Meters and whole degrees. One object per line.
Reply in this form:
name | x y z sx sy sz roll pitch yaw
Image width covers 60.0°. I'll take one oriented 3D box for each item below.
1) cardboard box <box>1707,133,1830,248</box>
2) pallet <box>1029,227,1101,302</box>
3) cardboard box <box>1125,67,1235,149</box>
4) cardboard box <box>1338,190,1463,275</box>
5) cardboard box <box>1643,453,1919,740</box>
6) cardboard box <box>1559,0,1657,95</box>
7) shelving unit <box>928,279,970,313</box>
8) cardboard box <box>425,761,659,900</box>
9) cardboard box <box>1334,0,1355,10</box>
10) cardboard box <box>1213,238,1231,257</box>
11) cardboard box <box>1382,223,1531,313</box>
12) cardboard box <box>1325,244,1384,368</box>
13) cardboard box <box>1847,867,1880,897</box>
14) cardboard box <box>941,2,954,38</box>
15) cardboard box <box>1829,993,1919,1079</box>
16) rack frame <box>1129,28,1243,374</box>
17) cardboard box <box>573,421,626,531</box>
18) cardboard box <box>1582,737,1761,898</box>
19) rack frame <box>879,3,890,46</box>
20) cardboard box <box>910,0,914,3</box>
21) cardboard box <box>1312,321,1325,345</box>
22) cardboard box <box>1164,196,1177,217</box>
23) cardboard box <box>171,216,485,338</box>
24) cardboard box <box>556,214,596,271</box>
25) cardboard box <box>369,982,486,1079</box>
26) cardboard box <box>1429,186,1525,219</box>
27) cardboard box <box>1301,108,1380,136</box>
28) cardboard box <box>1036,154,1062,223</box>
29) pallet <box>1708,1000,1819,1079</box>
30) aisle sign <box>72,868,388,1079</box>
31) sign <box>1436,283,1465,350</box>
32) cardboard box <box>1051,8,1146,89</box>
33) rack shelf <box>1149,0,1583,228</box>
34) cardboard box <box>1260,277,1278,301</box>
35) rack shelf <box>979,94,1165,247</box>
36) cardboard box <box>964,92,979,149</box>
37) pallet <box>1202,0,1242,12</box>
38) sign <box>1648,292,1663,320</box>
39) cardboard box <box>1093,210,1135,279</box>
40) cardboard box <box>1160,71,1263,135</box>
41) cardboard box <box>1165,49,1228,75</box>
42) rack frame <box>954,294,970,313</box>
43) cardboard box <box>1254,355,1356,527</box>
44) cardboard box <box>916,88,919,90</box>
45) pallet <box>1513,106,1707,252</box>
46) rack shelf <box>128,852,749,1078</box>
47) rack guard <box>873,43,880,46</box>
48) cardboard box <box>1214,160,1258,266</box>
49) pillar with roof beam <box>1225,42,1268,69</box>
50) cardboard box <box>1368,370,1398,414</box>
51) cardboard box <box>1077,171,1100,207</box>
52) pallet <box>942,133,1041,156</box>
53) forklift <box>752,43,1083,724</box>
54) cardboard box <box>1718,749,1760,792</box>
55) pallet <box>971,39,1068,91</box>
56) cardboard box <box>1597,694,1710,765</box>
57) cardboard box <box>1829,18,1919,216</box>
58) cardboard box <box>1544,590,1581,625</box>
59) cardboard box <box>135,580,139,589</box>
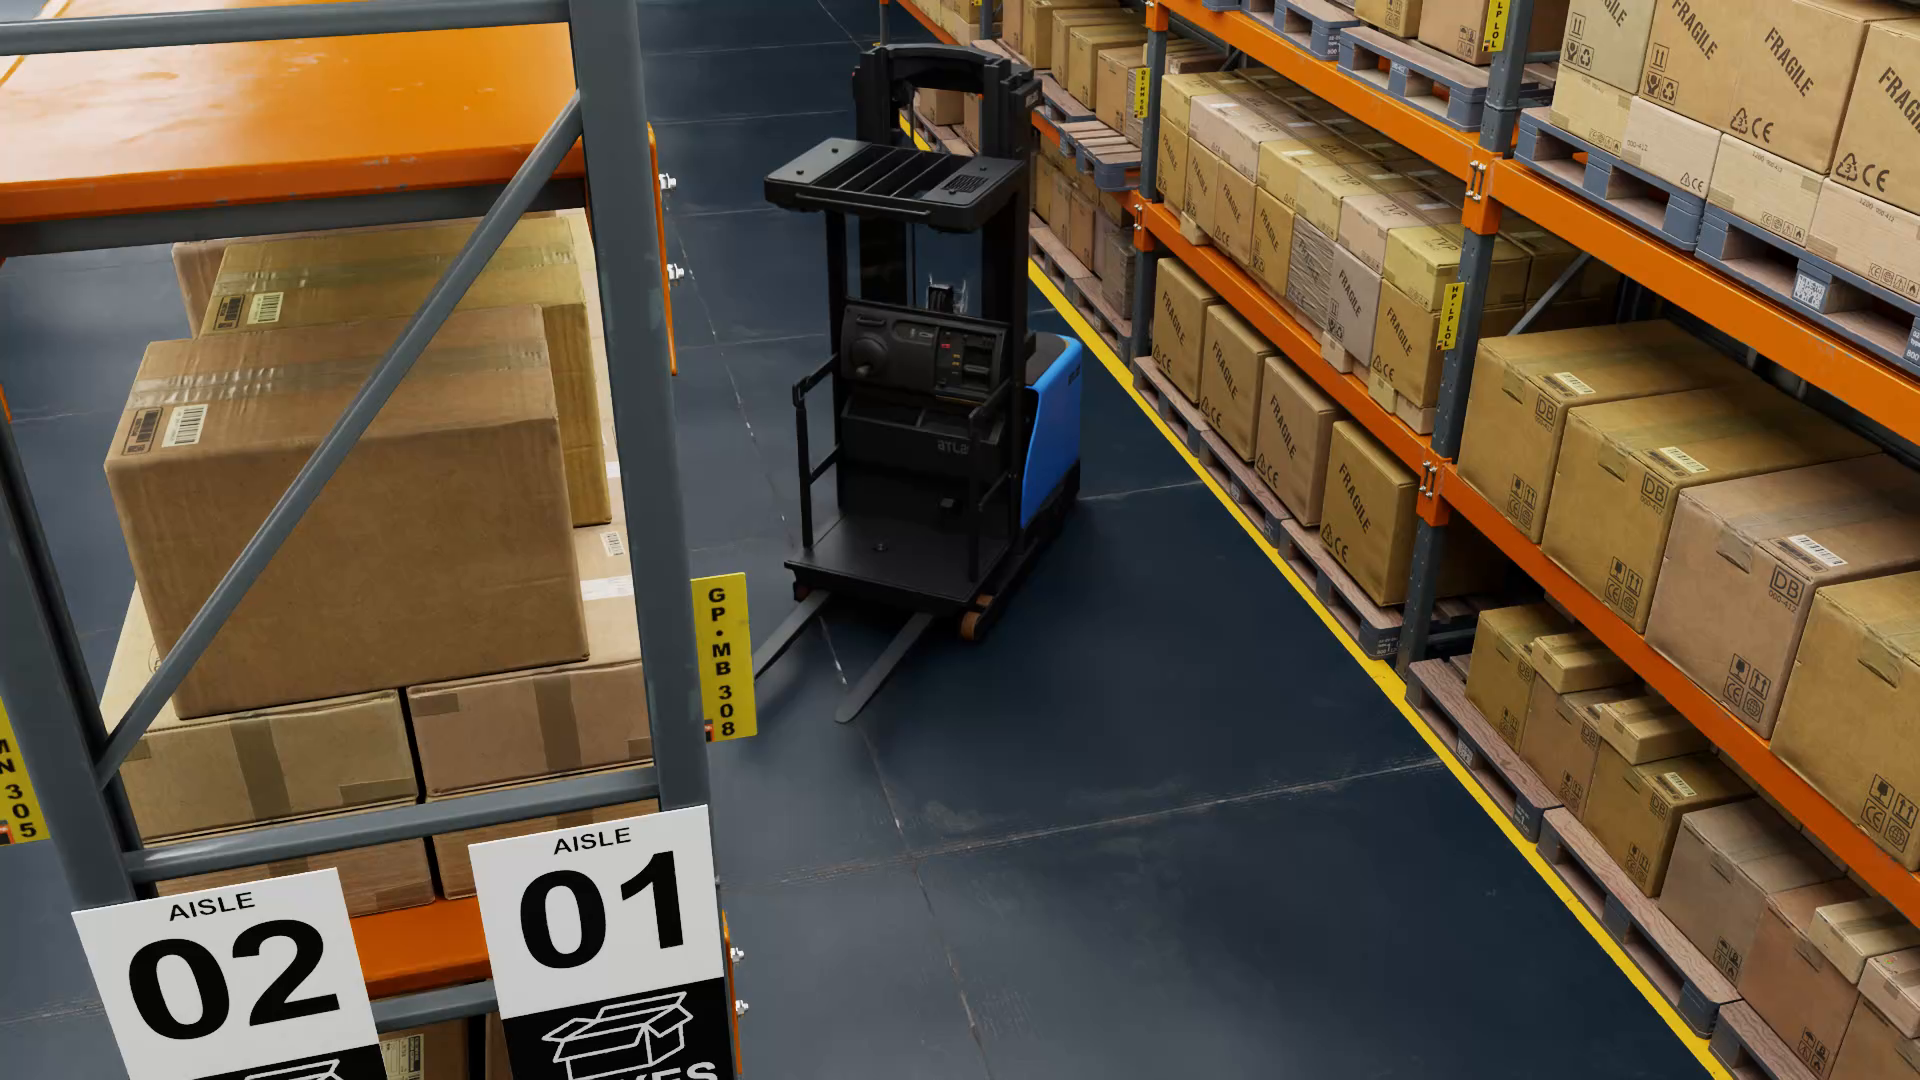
cardboard box | 2.987 -1.238 5.762 0.500 0.250 0.500 -9 31 -15
pallet | 1.205 -2.334 13.803 1.003 0.211 1.213 -8 31 -13
cardboard box | 1.596 -3.034 11.690 0.700 0.500 0.500 -12 32 -19
cardboard box | 2.295 -1.588 8.565 0.500 0.250 0.500 -7 31 -12
cardboard box | 3.312 0.195 6.351 0.980 0.700 0.700 -9 31 -16
cardboard box | 2.711 -2.044 6.407 0.500 0.500 0.500 -8 31 -14
shelving unit | -0.135 -1.151 11.049 0.258 0.189 1.200 5 71 8
cardboard box | -0.812 0.434 3.392 0.500 0.250 0.500 -8 31 -13
cardboard box | 2.384 -3.125 8.853 0.700 0.500 0.500 -8 31 -13
cardboard box | 1.828 -1.918 10.531 0.380 0.149 0.250 -8 31 -14
cardboard box | 2.422 -1.340 8.136 0.500 0.250 0.500 -7 31 -12
cardboard box | 2.282 -1.258 8.744 0.500 0.500 0.500 -8 31 -13
cardboard box | 3.597 1.252 6.253 0.380 0.149 0.250 -8 31 -13
cardboard box | 0.127 -4.881 15.549 0.500 0.250 0.500 -8 31 -13
cardboard box | 3.572 1.864 5.842 0.700 0.500 0.500 -8 31 -13
rack frame | 1.731 -2.575 11.436 1.000 3.000 0.127 -8 31 -13
cardboard box | -0.932 -0.026 3.687 0.500 0.250 0.500 -8 31 -13
cardboard box | 3.156 1.123 7.123 0.700 0.500 0.500 -7 31 -12
rack frame | -0.393 -6.439 18.111 1.000 3.000 0.127 -8 31 -13
cardboard box | -0.288 -5.609 16.807 0.500 0.250 0.500 -8 31 -14
cardboard box | 2.187 -1.165 9.231 0.380 0.149 0.250 -8 31 -13
cardboard box | 1.595 -2.285 11.166 0.380 0.149 0.250 -8 31 -14
cardboard box | -1.360 -0.551 3.846 0.700 0.500 0.500 -8 31 -13
cardboard box | -1.332 -0.750 4.939 0.500 0.250 0.500 -8 31 -13
cardboard box | -1.304 1.295 3.652 0.500 0.500 0.500 -8 31 -14
cardboard box | 2.776 -1.657 8.684 0.500 0.250 0.500 -7 31 -13
cardboard box | 2.368 -2.397 9.963 0.500 0.250 0.500 -9 31 -15
cardboard box | 1.066 -3.019 14.259 0.700 0.500 0.500 -8 31 -14
pallet | 3.567 2.120 6.108 1.003 0.211 1.213 -8 31 -13
aisle sign | -1.198 0.898 2.841 0.394 0.787 0.004 -8 31 -13
sign | 2.272 -1.033 7.695 0.100 0.325 0.005 -8 31 -13
cardboard box | 1.118 -3.906 13.195 0.700 0.500 0.500 -4 30 -6
rack shelf | 2.262 -2.596 9.196 1.077 0.370 4.000 -8 31 -13
cardboard box | 2.013 -1.546 9.888 0.380 0.149 0.250 -8 31 -13
rack shelf | 1.200 -3.230 13.285 1.077 0.370 4.000 -8 31 -13
cardboard box | 0.355 -4.111 16.146 0.500 0.500 0.500 -10 32 -17
pallet | 1.953 -3.488 10.206 1.213 0.211 1.003 -6 31 -11
sign | 3.327 -1.127 7.990 0.100 0.325 0.005 -8 31 -13
cardboard box | 1.465 -2.289 12.997 0.700 0.500 0.500 -8 31 -13
cardboard box | 1.610 -2.813 10.681 0.500 0.250 0.500 -7 31 -12
cardboard box | 1.610 -3.252 11.419 0.380 0.149 0.250 -12 32 -20
rack frame | -0.125 -1.120 11.135 0.240 0.006 1.200 5 71 8
cardboard box | 2.256 -0.620 9.785 0.750 0.750 0.750 -7 31 -12
cardboard box | -0.296 -5.119 18.076 0.500 0.311 0.500 -11 32 -19
pallet | 3.000 -1.506 6.684 1.003 0.211 1.213 -8 31 -13
rack shelf | -1.452 -0.004 4.717 1.077 0.370 4.000 -8 31 -13
rack guard | -0.372 -5.320 18.674 1.175 0.500 0.348 -8 31 -13
cardboard box | 1.874 -1.993 10.013 0.500 0.500 0.500 -8 31 -13
pillar with roof beam | -1.931 -5.342 10.227 9.100 9.000 0.400 -8 31 -13
cardboard box | 2.340 -0.787 8.578 0.380 0.149 0.250 -7 31 -12
cardboard box | 1.257 -2.880 13.271 0.500 0.250 0.500 -8 31 -14
pallet | 0.457 -3.620 16.024 1.003 0.211 1.213 -8 31 -13
forklift | -0.284 -0.956 8.706 1.130 2.935 3.031 12 32 19
cardboard box | 3.393 0.883 6.890 0.380 0.149 0.250 -8 31 -14
pallet | 0.732 -4.035 14.150 1.003 0.211 1.213 -8 31 -13
cardboard box | 2.946 0.793 7.046 0.380 0.149 0.250 -9 31 -15
cardboard box | 3.128 -1.305 5.130 0.500 0.500 0.500 -9 31 -15
cardboard box | 3.045 0.255 7.975 0.380 0.149 0.250 -8 31 -14
cardboard box | -1.436 0.044 3.567 0.500 0.250 0.500 -8 31 -13
